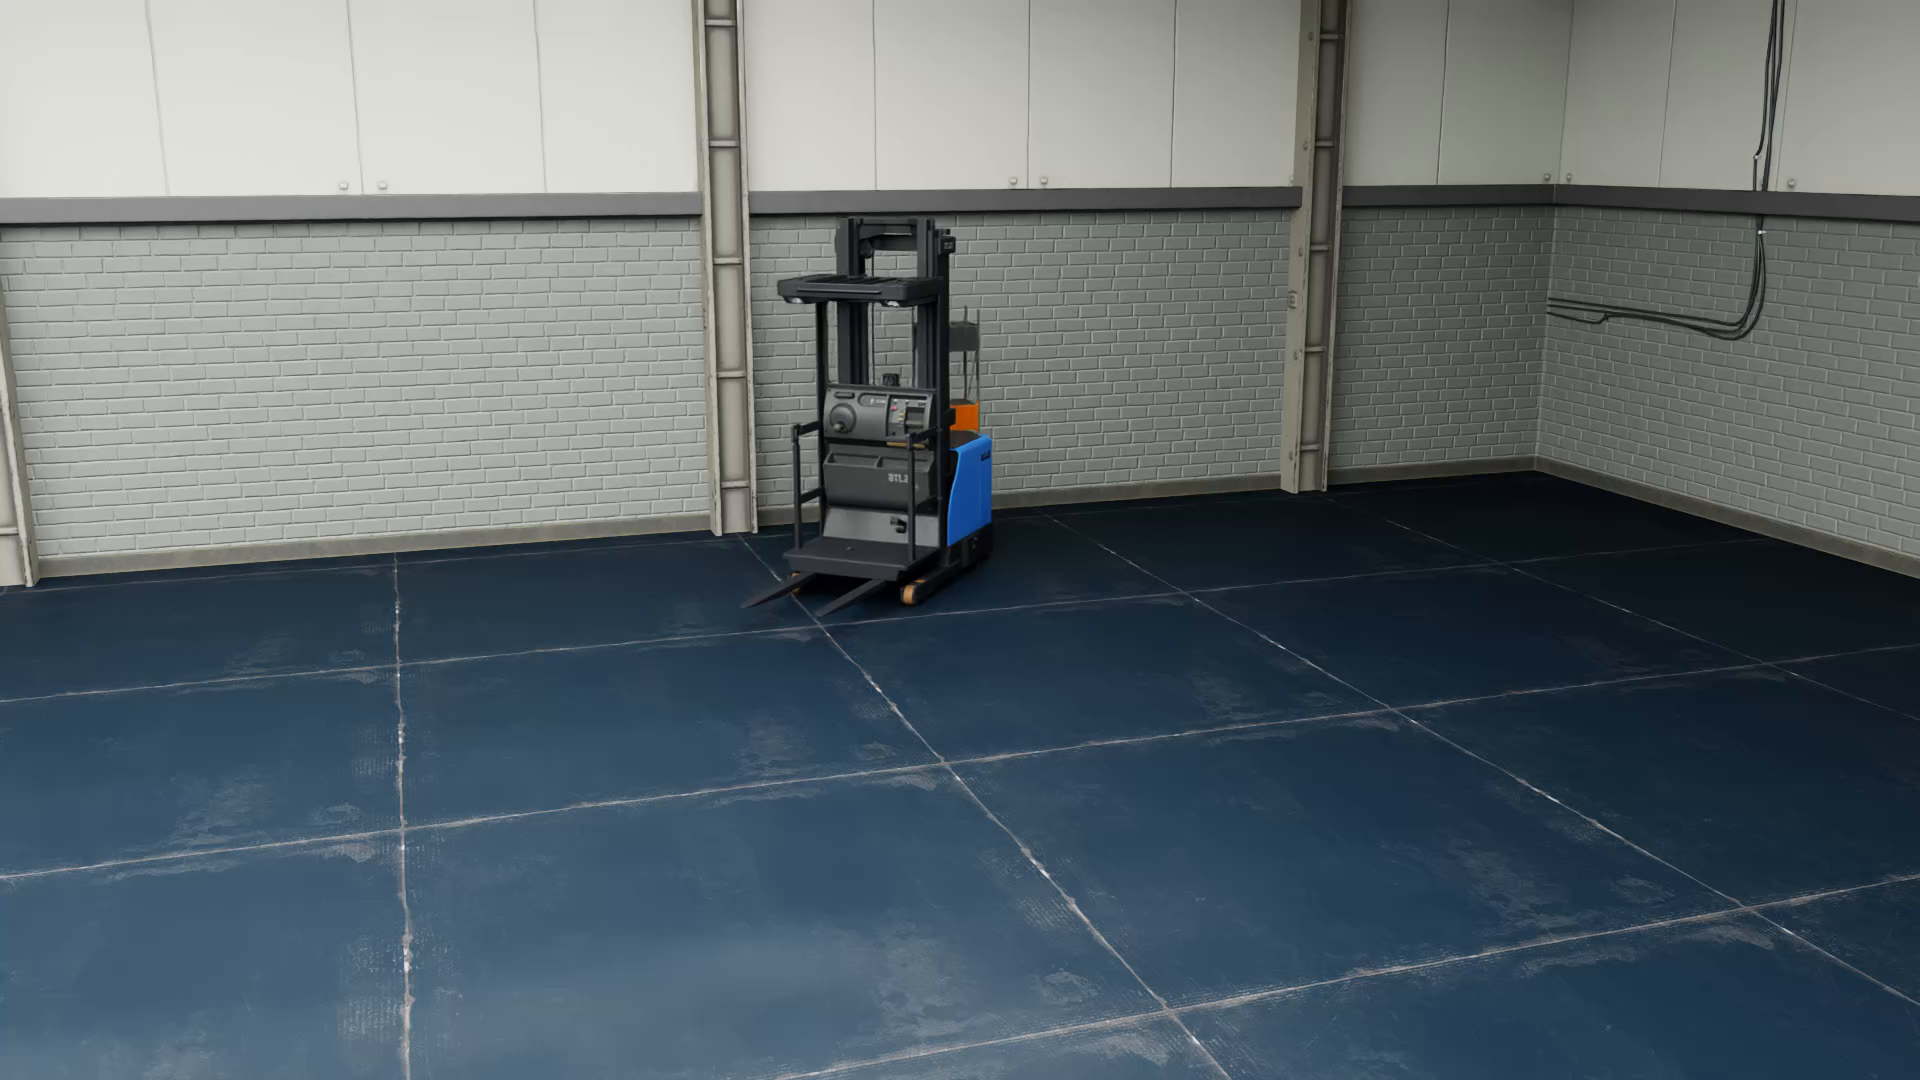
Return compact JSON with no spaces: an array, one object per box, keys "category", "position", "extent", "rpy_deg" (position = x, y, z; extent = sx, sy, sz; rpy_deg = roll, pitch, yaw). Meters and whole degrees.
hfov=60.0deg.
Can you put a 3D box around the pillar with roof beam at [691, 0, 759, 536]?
[{"category":"pillar with roof beam","position":[-0.732,-3.520,10.493],"extent":[0.400,9.000,9.100],"rpy_deg":[-4,14,-18]}]

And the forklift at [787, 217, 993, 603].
[{"category":"forklift","position":[-0.734,-1.021,13.101],"extent":[1.130,2.935,3.031],"rpy_deg":[5,14,21]}]

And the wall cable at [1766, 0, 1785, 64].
[{"category":"wall cable","position":[7.658,-5.187,13.300],"extent":[0.112,2.526,3.097],"rpy_deg":[-4,14,-18]}]

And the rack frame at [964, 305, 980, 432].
[{"category":"rack frame","position":[0.106,-1.042,14.986],"extent":[0.015,2.100,0.400],"rpy_deg":[-4,14,-17]}]

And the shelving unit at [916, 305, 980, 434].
[{"category":"shelving unit","position":[-0.121,-1.025,14.915],"extent":[0.492,2.100,0.431],"rpy_deg":[-4,14,-17]}]

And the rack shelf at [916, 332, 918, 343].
[{"category":"rack shelf","position":[-0.126,-1.790,14.731],"extent":[0.442,0.100,0.332],"rpy_deg":[-4,14,-17]}]

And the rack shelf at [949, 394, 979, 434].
[{"category":"rack shelf","position":[-0.126,-1.011,14.916],"extent":[0.480,0.518,0.431],"rpy_deg":[-4,14,-17]}]
